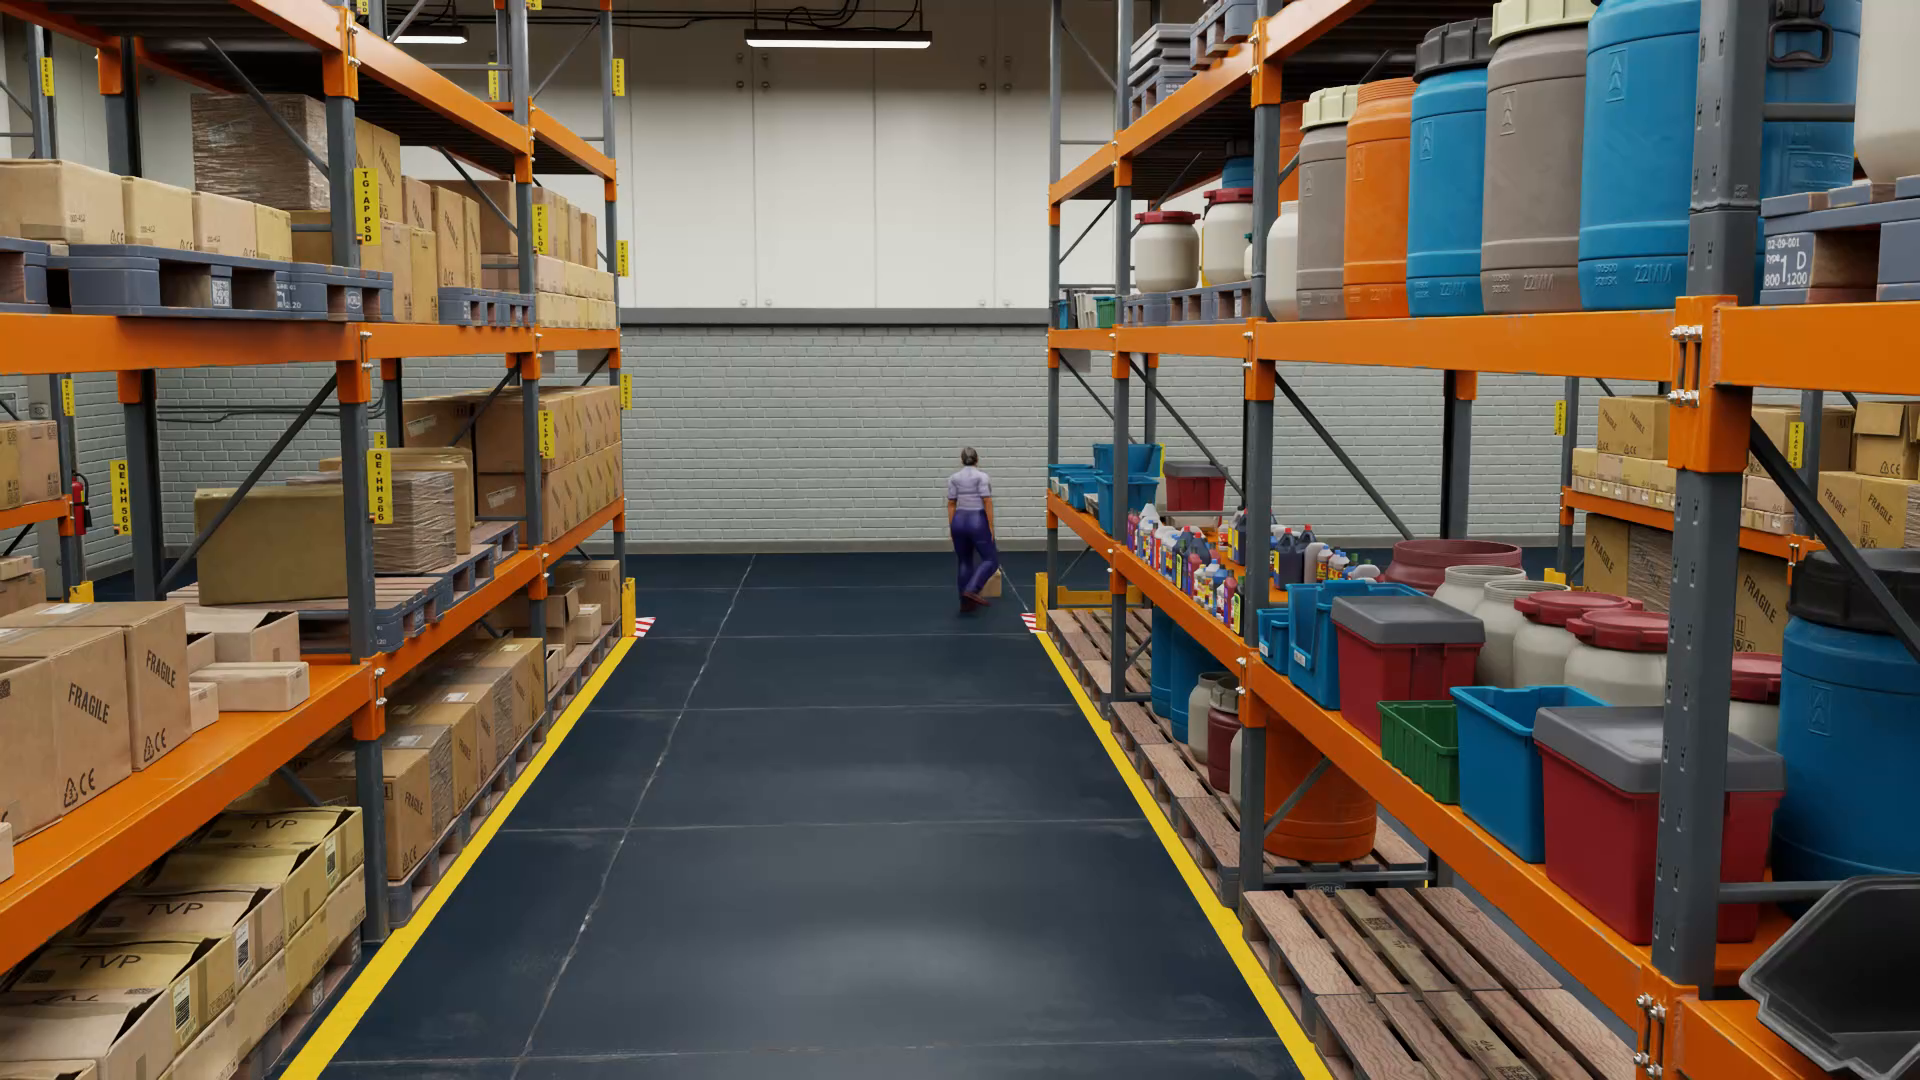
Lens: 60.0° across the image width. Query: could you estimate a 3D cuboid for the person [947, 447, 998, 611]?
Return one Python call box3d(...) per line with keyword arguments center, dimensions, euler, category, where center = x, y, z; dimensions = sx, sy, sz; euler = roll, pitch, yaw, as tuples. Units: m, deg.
box3d(center=(0.090, -0.096, 16.577), dimensions=(0.553, 1.646, 0.557), euler=(4, 8, 28), category="person")
